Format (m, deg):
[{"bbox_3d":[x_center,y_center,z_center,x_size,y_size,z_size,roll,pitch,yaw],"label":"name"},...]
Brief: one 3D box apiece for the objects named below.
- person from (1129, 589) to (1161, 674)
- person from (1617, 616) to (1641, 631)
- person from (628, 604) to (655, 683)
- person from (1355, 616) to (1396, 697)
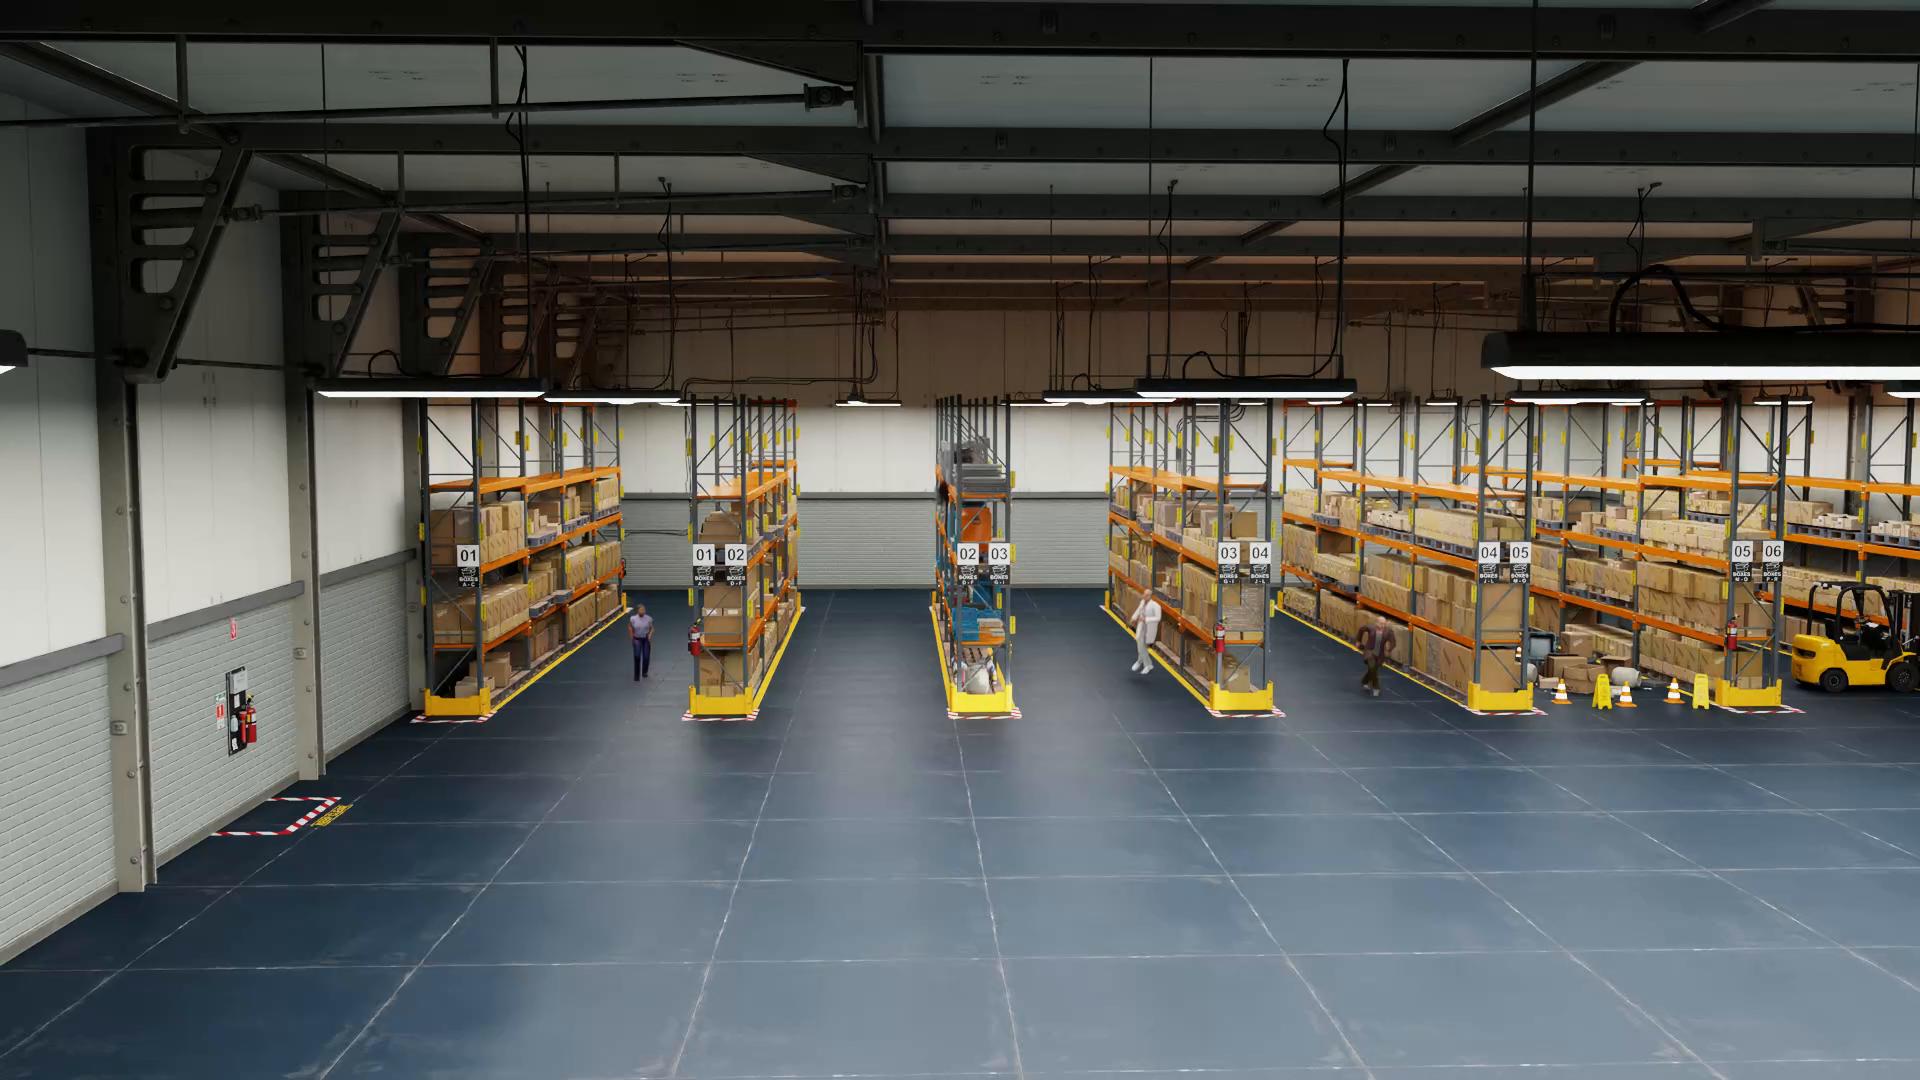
[{"bbox_3d":[3.887,1.887,34.679,0.811,1.763,0.737,3,5,30],"label":"person"},{"bbox_3d":[17.255,1.504,42.865,0.570,1.714,0.776,-2,5,-18],"label":"person"},{"bbox_3d":[-6.685,2.174,34.956,0.522,1.675,0.805,-2,5,-19],"label":"person"},{"bbox_3d":[8.307,2.284,33.275,0.711,1.605,1.185,0,4,-2],"label":"person"}]
